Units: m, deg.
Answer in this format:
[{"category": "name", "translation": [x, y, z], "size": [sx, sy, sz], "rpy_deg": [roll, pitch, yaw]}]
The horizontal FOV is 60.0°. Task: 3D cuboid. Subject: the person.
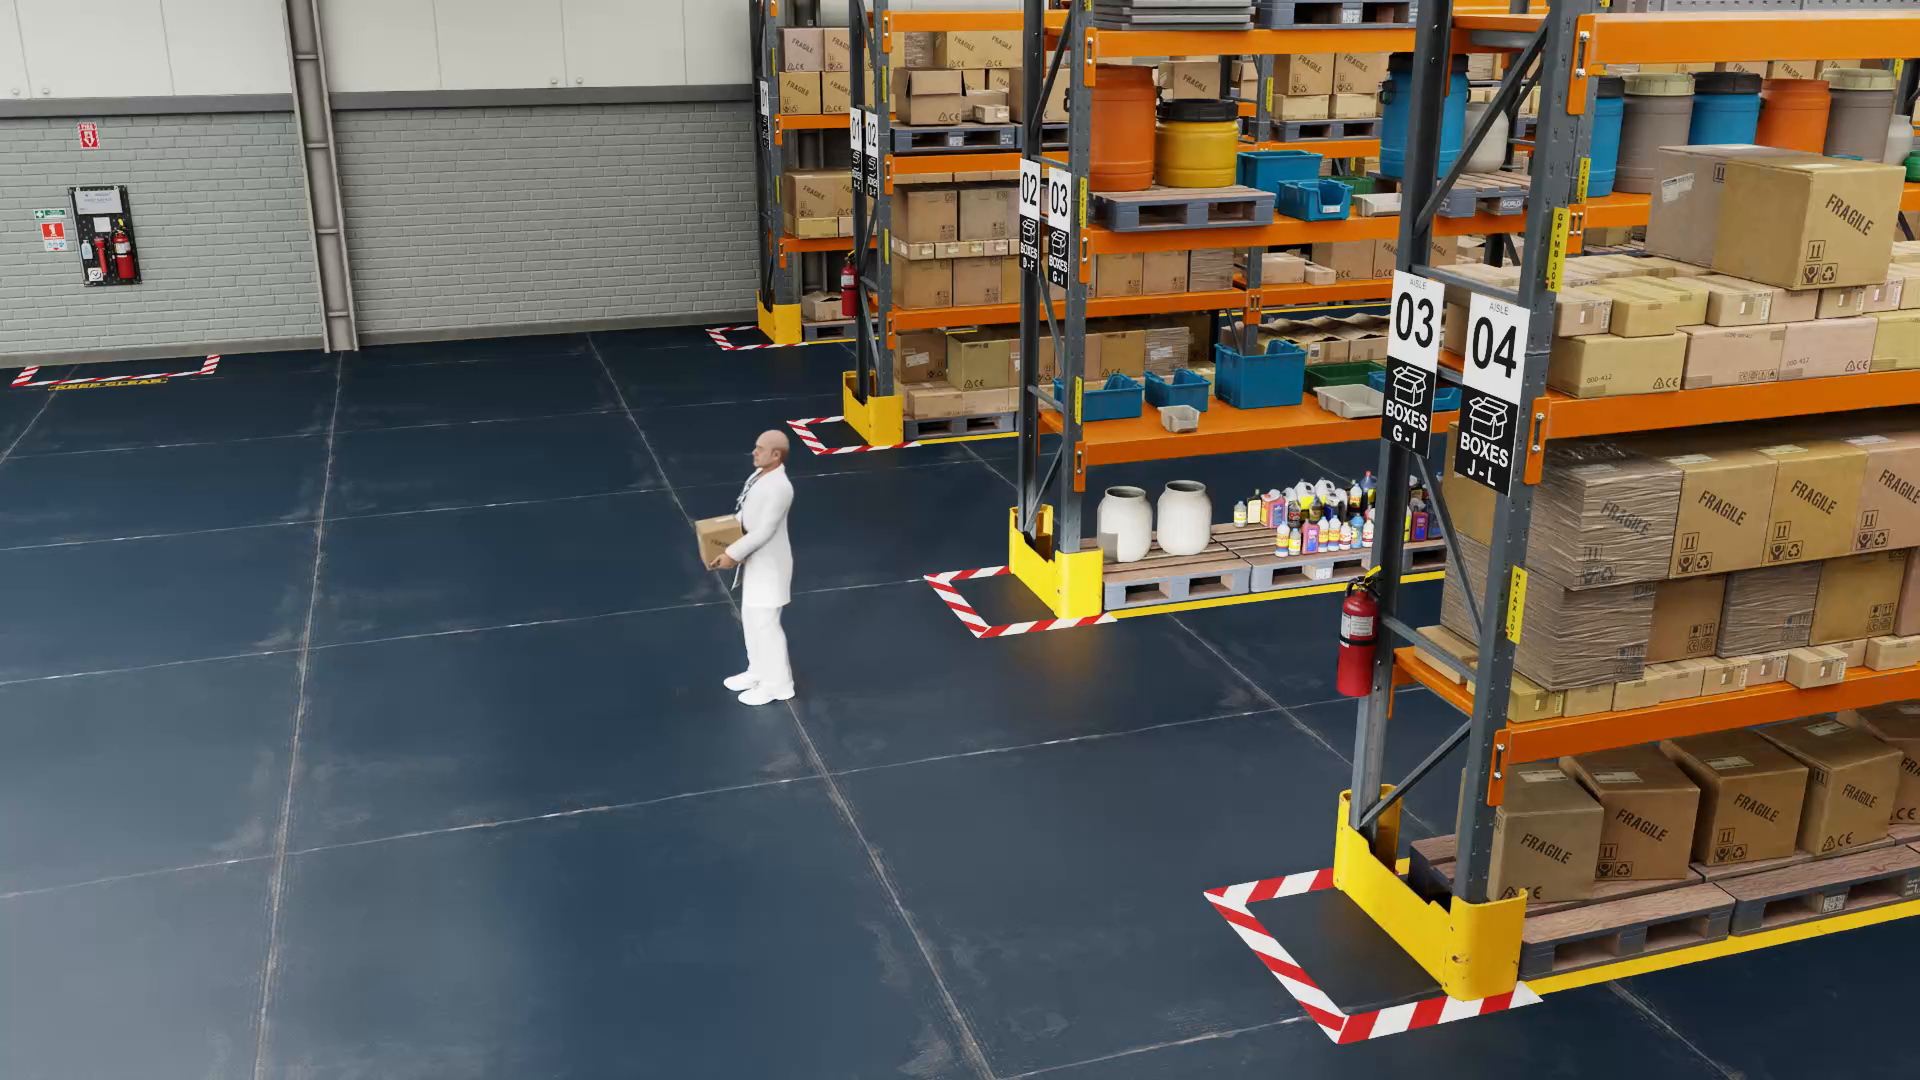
[{"category": "person", "translation": [-1.333, 0.168, 10.602], "size": [0.553, 1.771, 0.527], "rpy_deg": [-6, 20, -17]}]
